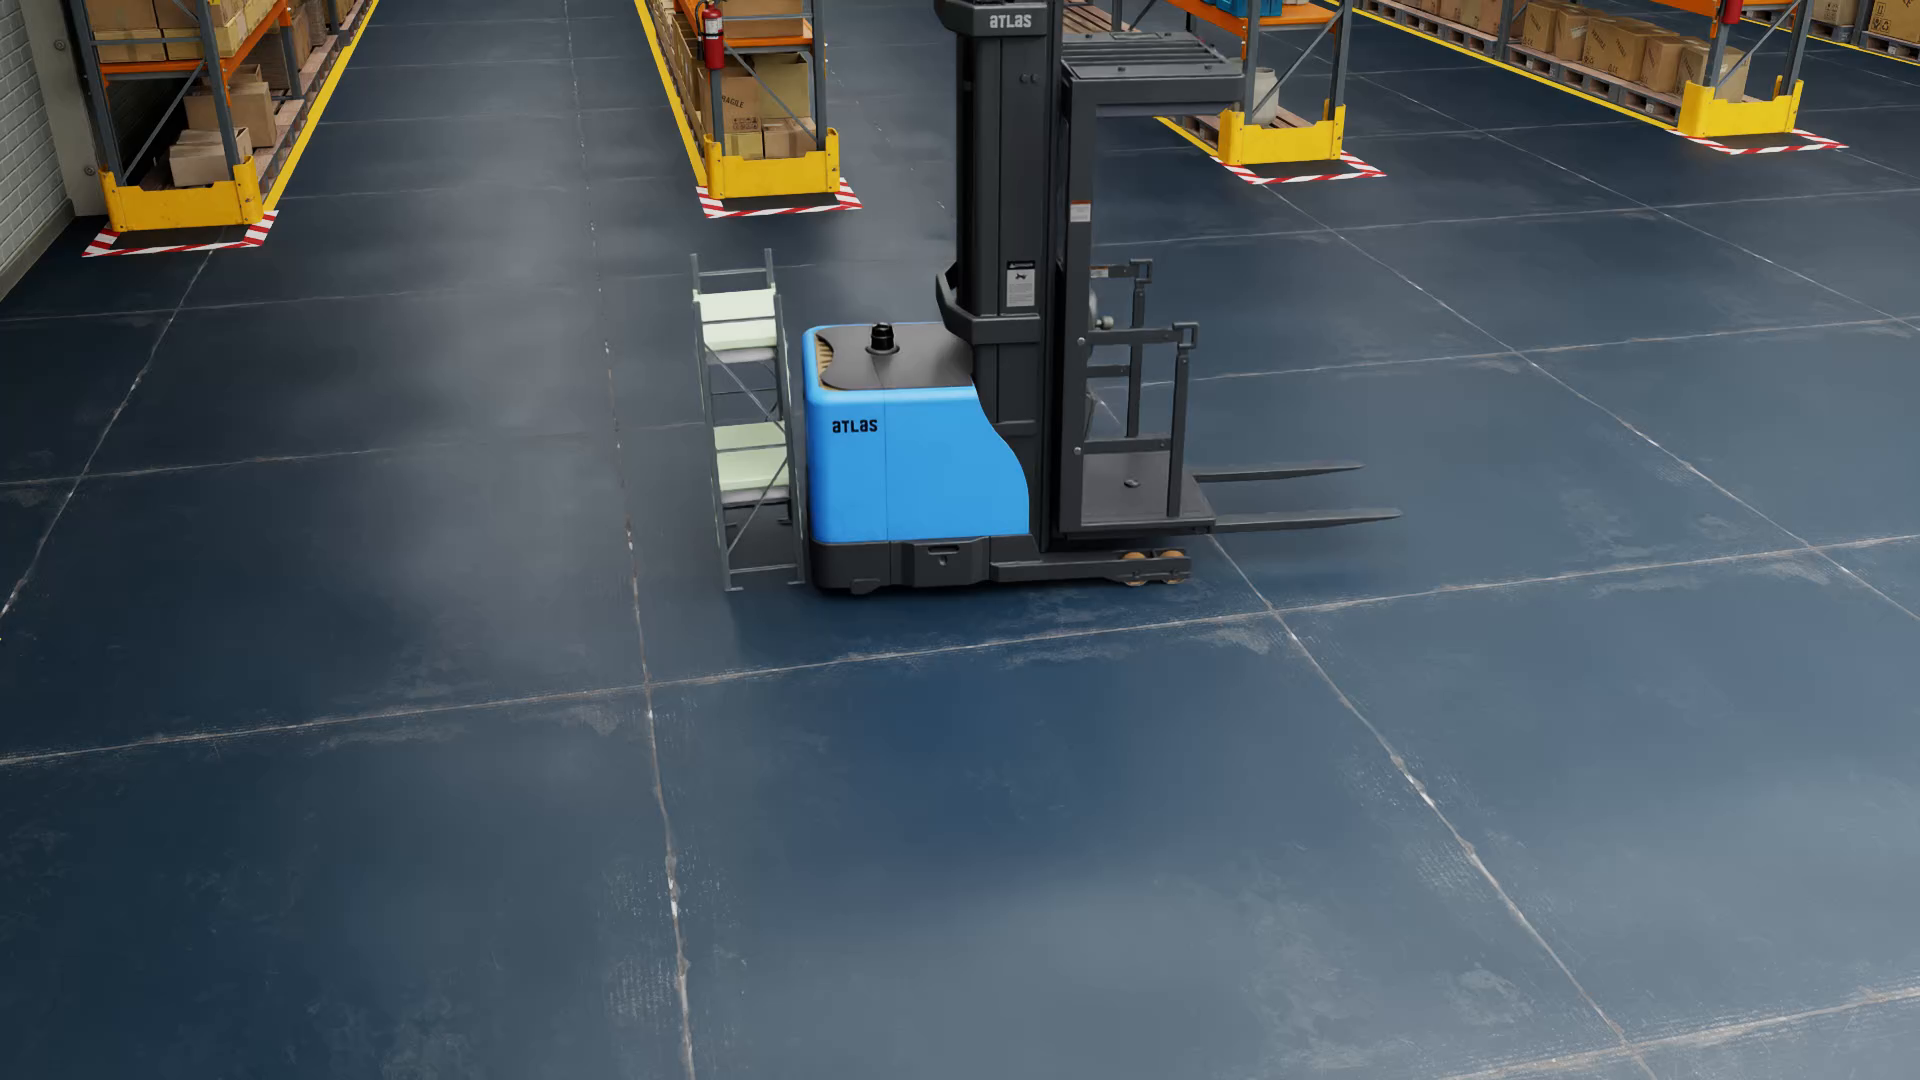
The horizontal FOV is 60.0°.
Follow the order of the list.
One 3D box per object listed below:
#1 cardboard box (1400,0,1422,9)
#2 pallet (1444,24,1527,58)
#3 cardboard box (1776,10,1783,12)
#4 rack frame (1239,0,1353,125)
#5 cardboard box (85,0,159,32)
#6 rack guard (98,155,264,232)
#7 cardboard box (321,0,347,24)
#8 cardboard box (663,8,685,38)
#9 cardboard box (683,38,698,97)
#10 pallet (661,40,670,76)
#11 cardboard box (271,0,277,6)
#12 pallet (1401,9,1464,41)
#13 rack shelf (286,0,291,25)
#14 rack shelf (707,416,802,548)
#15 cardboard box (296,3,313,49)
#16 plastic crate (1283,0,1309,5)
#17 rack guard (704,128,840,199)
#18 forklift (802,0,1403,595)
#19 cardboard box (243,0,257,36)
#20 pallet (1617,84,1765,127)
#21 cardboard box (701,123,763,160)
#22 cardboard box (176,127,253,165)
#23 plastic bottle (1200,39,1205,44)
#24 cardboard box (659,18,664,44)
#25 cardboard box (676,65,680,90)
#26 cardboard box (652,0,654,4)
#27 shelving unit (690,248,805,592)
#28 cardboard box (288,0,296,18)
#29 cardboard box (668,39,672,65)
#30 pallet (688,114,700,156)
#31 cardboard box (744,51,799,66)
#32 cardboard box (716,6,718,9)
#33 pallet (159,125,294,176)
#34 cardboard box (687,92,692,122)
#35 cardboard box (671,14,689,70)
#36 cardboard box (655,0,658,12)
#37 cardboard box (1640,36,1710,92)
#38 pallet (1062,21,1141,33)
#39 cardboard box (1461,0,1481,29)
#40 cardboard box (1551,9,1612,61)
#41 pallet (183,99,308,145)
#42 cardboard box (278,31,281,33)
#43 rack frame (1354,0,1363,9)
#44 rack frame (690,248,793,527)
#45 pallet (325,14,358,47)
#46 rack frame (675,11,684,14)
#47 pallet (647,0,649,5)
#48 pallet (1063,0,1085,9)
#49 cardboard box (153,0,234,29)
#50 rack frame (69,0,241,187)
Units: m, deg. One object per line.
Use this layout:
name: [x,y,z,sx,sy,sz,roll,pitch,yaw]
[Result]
cardboard box: [6.474,-7.563,22.691,0.700,0.500,0.500,-8,28,-16]
pallet: [6.890,-6.357,21.111,1.003,0.211,1.213,-6,27,-12]
cardboard box: [11.481,-7.590,22.490,1.050,0.750,0.750,-6,27,-12]
rack frame: [3.143,-5.002,15.331,1.000,3.000,0.127,-6,27,-12]
cardboard box: [-6.822,-4.458,13.565,0.500,0.500,0.500,-6,27,-12]
rack guard: [-6.526,-2.913,13.967,1.175,0.500,0.348,-6,27,-12]
cardboard box: [-8.350,-7.072,21.351,0.750,0.750,0.750,-6,27,-12]
cardboard box: [-3.189,-6.062,19.395,0.500,0.311,0.500,-6,27,-12]
cardboard box: [-2.445,-4.657,16.402,0.500,0.500,0.500,-6,27,-12]
pallet: [-3.068,-5.868,20.141,1.003,0.211,1.213,-6,27,-12]
cardboard box: [-6.904,-5.297,16.060,0.500,0.250,0.500,-6,27,-11]
pallet: [6.612,-6.894,22.175,1.003,0.211,1.213,-6,27,-12]
rack shelf: [-7.861,-6.309,18.718,1.077,0.370,4.000,-6,27,-12]
rack shelf: [-1.042,-0.307,8.401,0.431,0.370,0.720,-6,27,-7]
cardboard box: [-8.096,-6.039,19.673,0.700,0.500,0.500,-6,27,-12]
plastic crate: [3.255,-5.310,16.233,0.298,0.136,0.250,-6,27,-12]
rack guard: [-1.678,-3.374,14.880,1.175,0.500,0.348,-6,27,-12]
forklift: [0.730,-1.312,8.097,3.031,2.935,1.130,-3,27,-6]
cardboard box: [-6.550,-4.635,14.748,0.500,0.250,0.500,-6,27,-12]
pallet: [7.803,-4.653,17.735,1.003,0.211,1.213,-6,27,-12]
cardboard box: [-2.092,-3.666,15.269,0.500,0.250,0.500,-6,27,-12]
cardboard box: [-6.706,-3.555,14.960,0.500,0.311,0.500,-4,27,-7]
plastic bottle: [2.711,-5.434,18.638,0.144,0.351,0.185,-7,28,-14]
cardboard box: [-3.417,-6.264,20.418,0.500,0.250,0.500,-7,28,-13]
cardboard box: [-2.776,-4.982,17.877,0.500,0.250,0.500,-6,27,-12]
cardboard box: [-3.926,-7.480,22.526,0.500,0.500,0.500,-5,27,-10]
shelving unit: [-1.053,-0.598,8.252,0.431,1.500,0.755,-6,27,-7]
cardboard box: [-7.911,-6.130,19.020,0.500,0.250,0.500,-6,27,-12]
cardboard box: [-3.073,-5.591,19.084,0.500,0.250,0.500,-6,27,-12]
pallet: [-2.168,-4.122,16.681,1.003,0.211,1.213,-6,27,-12]
cardboard box: [-1.828,-4.491,16.071,0.500,0.500,0.500,-6,27,-12]
cardboard box: [-1.899,-4.981,15.179,0.700,0.500,0.500,-5,27,-10]
pallet: [-6.946,-3.679,15.805,1.003,0.211,1.213,-6,27,-12]
cardboard box: [-2.442,-4.323,16.571,0.500,0.250,0.500,-6,27,-12]
cardboard box: [-2.786,-5.316,17.706,0.500,0.500,0.500,-6,27,-12]
cardboard box: [-3.528,-6.733,20.724,0.500,0.311,0.500,-7,28,-13]
cardboard box: [7.676,-5.111,17.855,0.500,0.500,0.500,1,27,2]
pallet: [1.748,-6.390,21.176,1.003,0.211,1.213,-6,27,-12]
cardboard box: [6.861,-6.824,21.227,0.700,0.500,0.500,-6,27,-12]
cardboard box: [7.255,-5.902,19.422,0.500,0.500,0.500,2,27,5]
pallet: [-7.225,-4.216,16.868,1.003,0.211,1.213,-6,27,-12]
cardboard box: [-7.758,-5.375,18.357,0.700,0.500,0.500,-6,27,-13]
rack frame: [6.166,-9.017,23.285,1.000,3.000,0.127,-6,27,-12]
rack frame: [-1.111,-0.760,8.575,0.400,1.500,0.023,-6,27,-7]
pallet: [-8.416,-6.617,21.625,1.003,0.211,1.213,-6,27,-12]
rack frame: [-2.585,-6.256,17.816,1.000,3.000,0.127,-6,27,-12]
pallet: [-4.168,-8.170,24.703,1.003,0.211,1.213,-6,27,-12]
pallet: [1.122,-7.611,23.594,1.003,0.211,1.213,-6,27,-12]
cardboard box: [-6.324,-4.513,13.673,0.500,0.500,0.500,-6,27,-12]
rack frame: [-6.509,-3.996,13.337,1.000,3.000,0.127,-6,27,-12]
